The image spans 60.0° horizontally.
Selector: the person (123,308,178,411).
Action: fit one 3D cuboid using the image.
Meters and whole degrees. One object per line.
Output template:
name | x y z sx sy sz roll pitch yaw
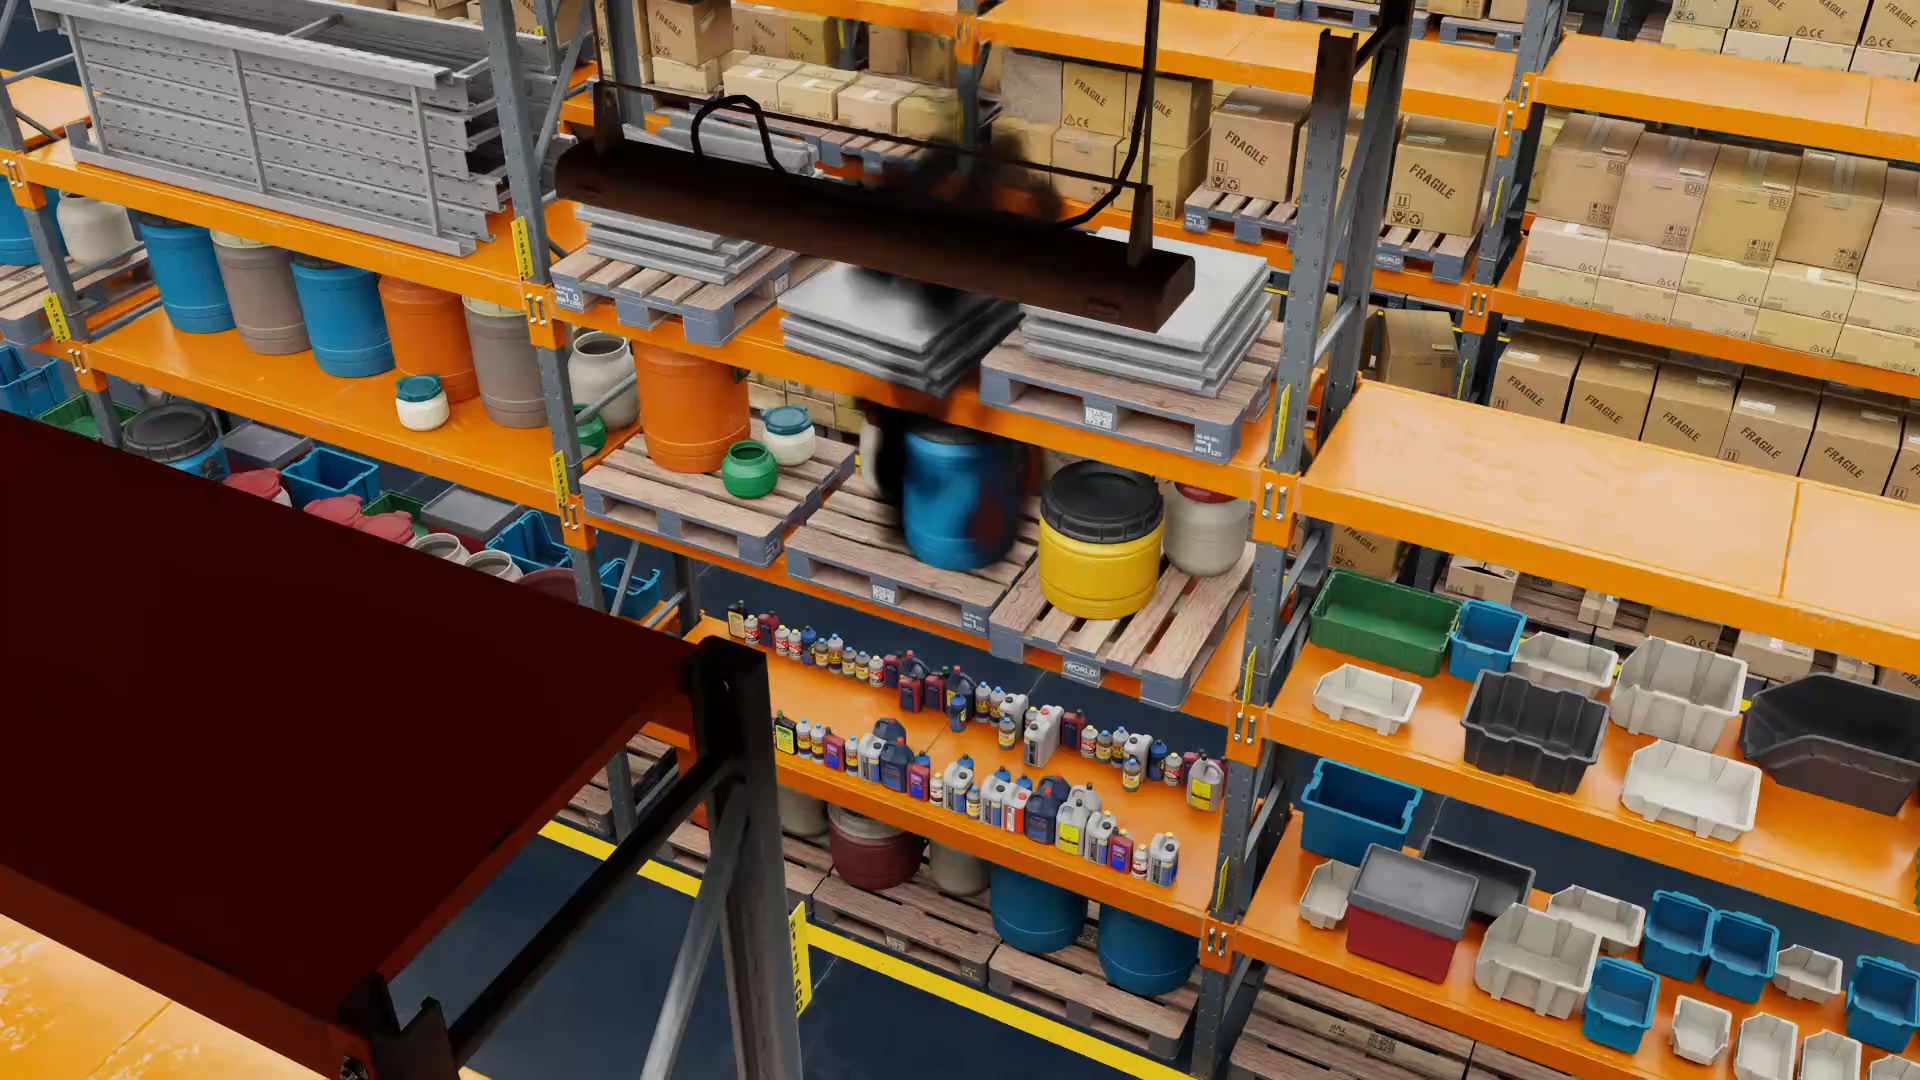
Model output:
person | -6.840 -1.296 14.276 0.748 1.655 0.625 10 36 14
